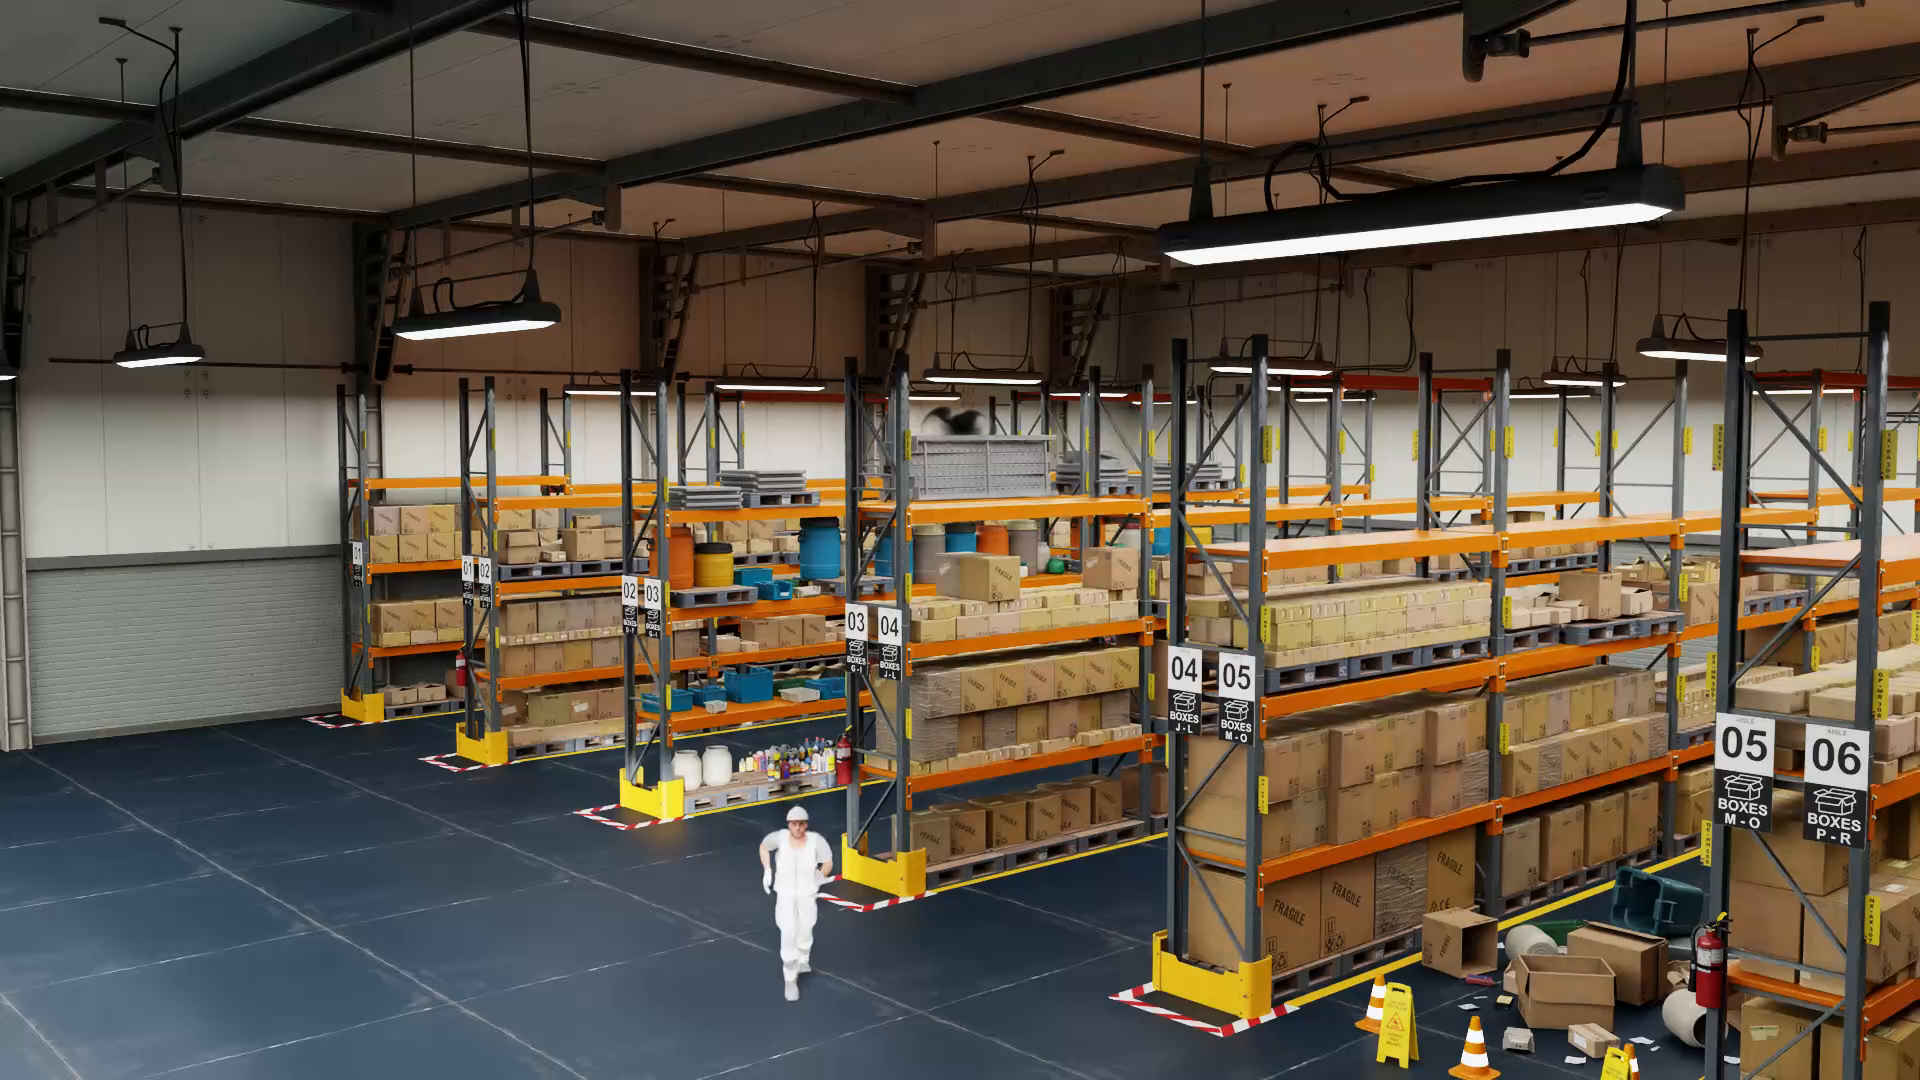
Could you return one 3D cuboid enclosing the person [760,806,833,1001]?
[{"bbox_3d":[-1.511,3.296,15.412,0.671,1.776,0.911,0,4,-7],"label":"person"}]
